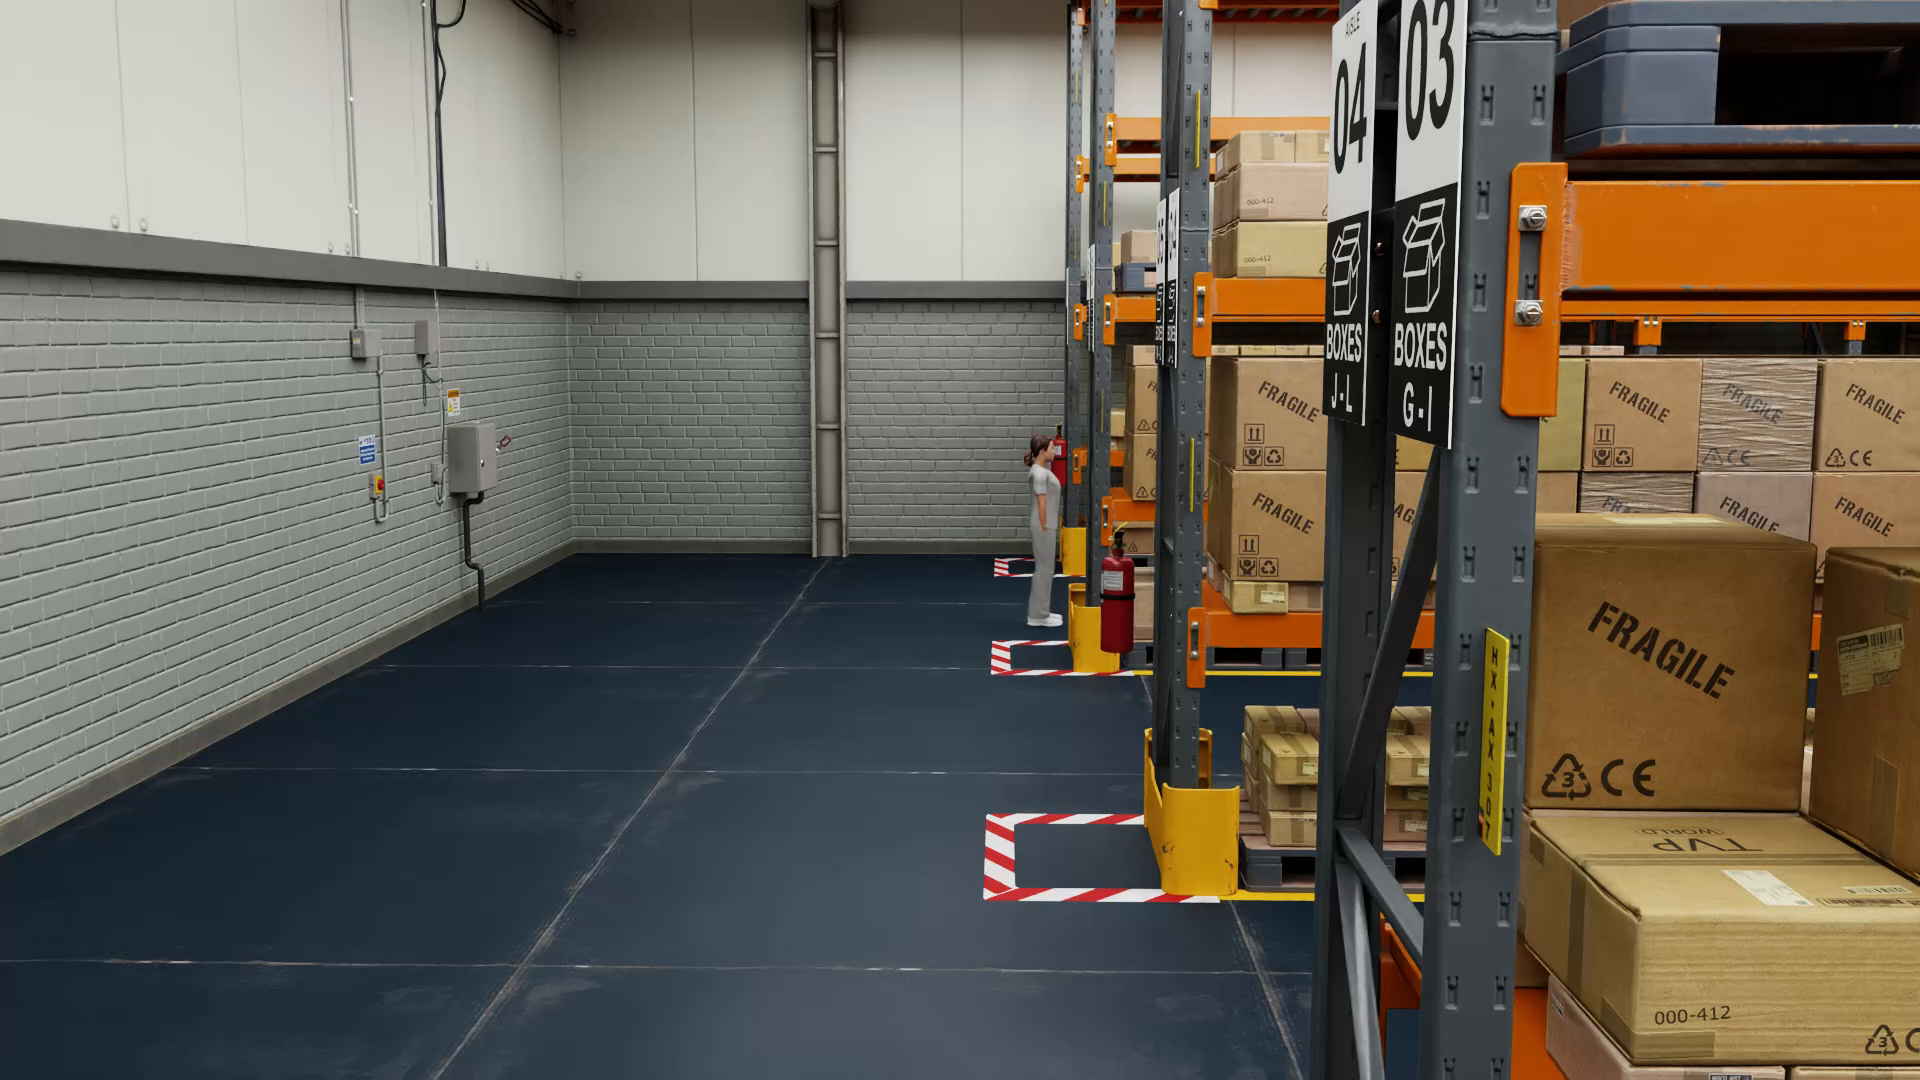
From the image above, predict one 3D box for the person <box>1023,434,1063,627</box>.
[{"bbox_3d":[0.721,-0.092,14.526,0.362,1.670,0.437,0,7,3],"label":"person"}]
